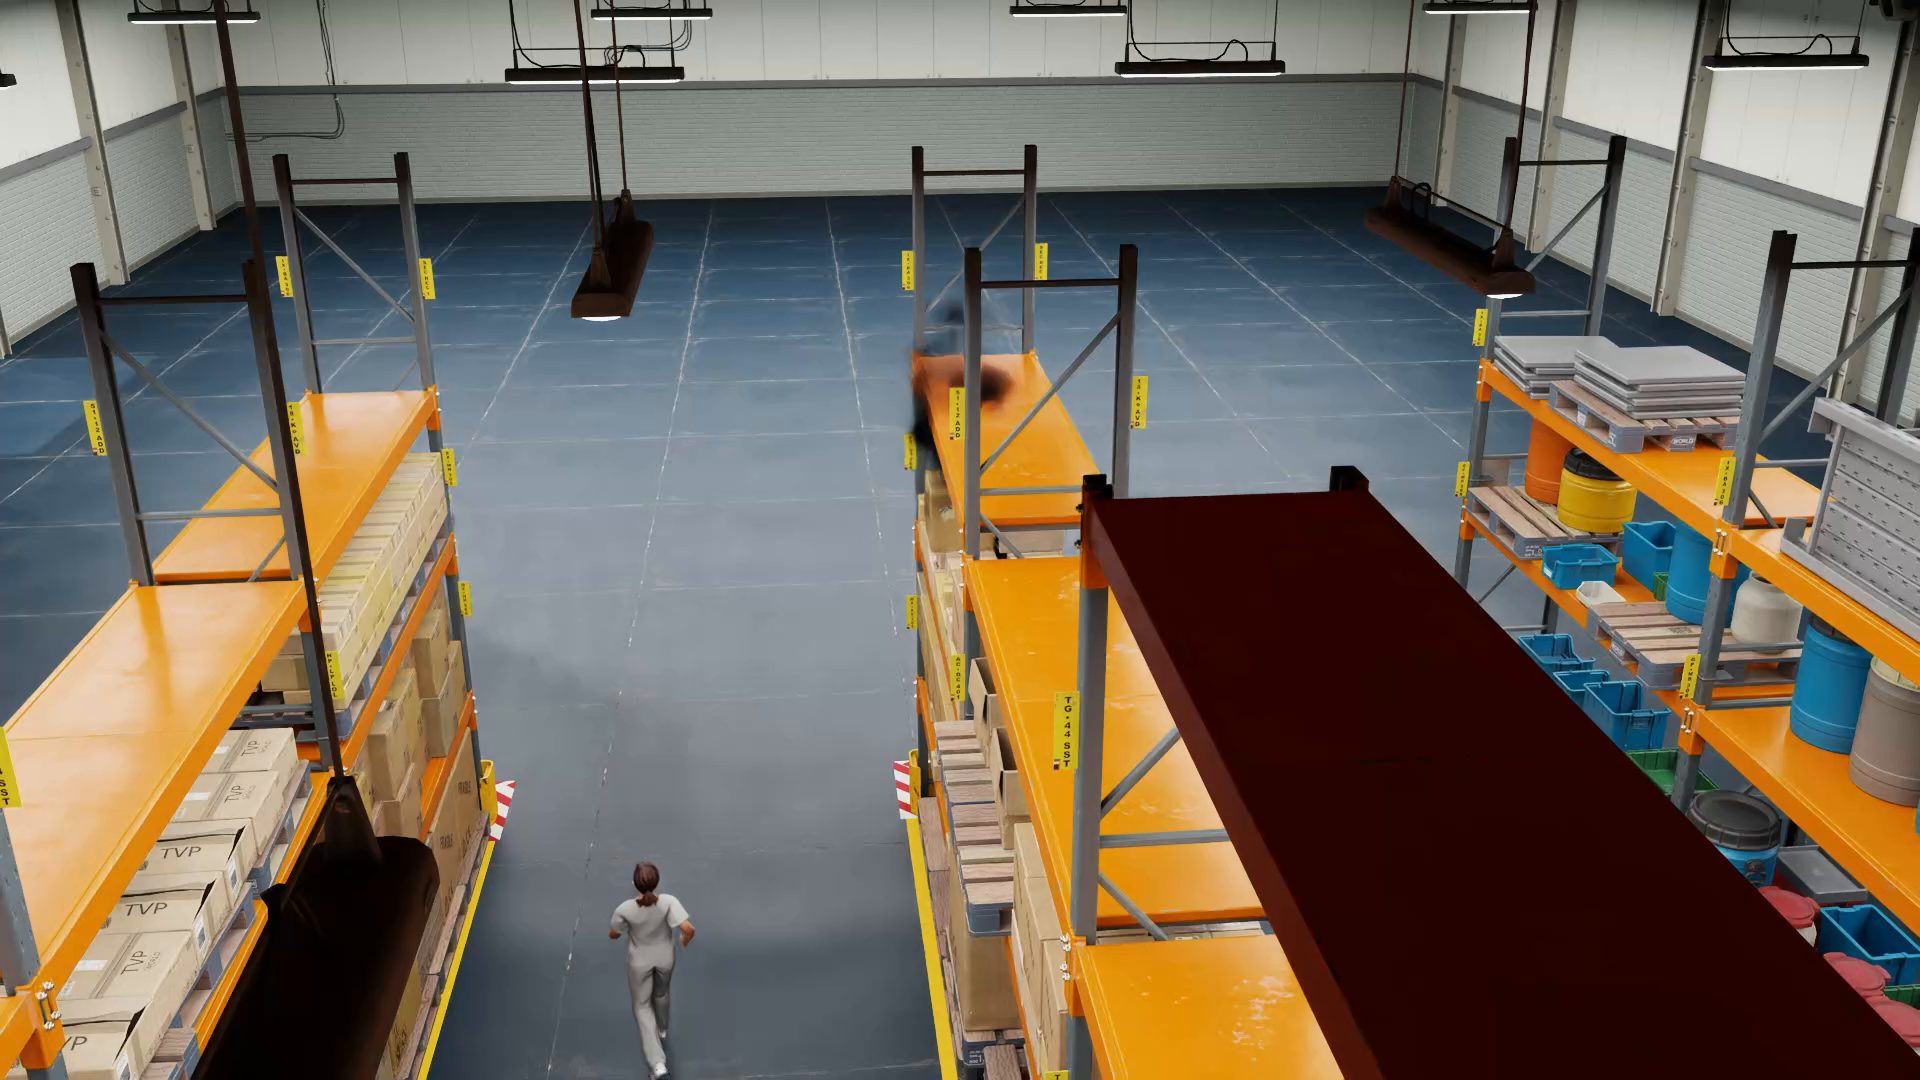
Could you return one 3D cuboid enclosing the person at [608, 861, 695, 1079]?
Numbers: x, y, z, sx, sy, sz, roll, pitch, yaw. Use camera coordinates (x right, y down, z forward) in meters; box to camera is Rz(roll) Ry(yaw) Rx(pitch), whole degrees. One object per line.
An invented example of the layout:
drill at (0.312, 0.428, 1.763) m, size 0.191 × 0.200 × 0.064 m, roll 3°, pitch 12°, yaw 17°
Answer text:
person at (-2.175, 2.987, 11.771) m, size 0.567 × 1.648 × 0.969 m, roll -8°, pitch 23°, yaw -19°
